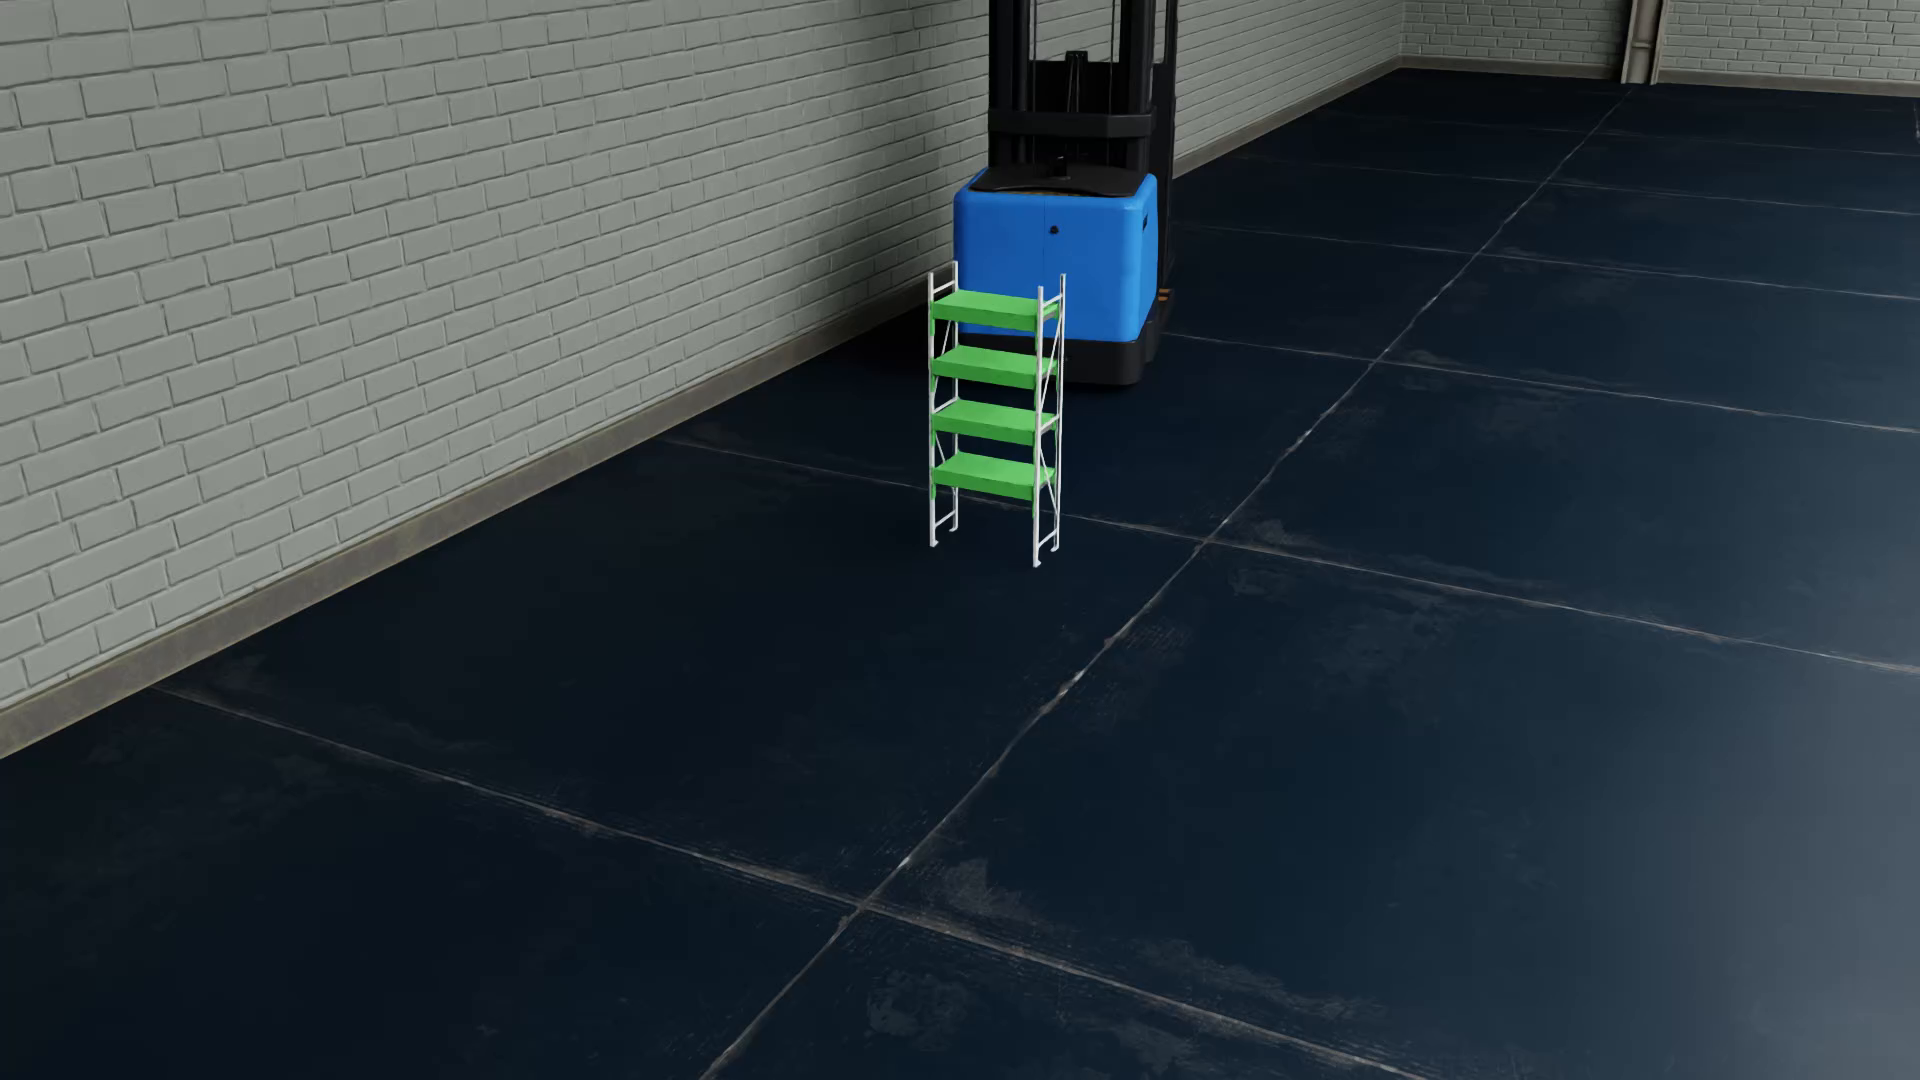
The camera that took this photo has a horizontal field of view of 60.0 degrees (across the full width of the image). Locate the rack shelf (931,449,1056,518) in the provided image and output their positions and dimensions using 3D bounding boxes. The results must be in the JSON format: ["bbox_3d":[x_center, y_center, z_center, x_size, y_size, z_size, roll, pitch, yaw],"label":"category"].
[{"bbox_3d":[0.148,-0.243,7.065,0.480,0.148,0.258,11,25,25],"label":"rack shelf"}]

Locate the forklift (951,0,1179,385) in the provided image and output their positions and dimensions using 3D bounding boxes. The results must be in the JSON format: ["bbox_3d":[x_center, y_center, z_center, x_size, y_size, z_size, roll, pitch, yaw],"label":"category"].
[{"bbox_3d":[0.761,-2.738,9.943,1.130,2.935,3.031,5,24,11],"label":"forklift"}]

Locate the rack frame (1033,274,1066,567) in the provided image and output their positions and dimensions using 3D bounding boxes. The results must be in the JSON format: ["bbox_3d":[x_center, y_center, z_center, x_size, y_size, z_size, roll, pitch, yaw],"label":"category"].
[{"bbox_3d":[0.365,-0.480,6.845,0.015,1.200,0.240,11,25,25],"label":"rack frame"}]

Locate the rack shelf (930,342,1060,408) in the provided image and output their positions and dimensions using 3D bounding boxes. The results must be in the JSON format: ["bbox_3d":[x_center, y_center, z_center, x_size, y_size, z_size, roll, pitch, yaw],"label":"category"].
[{"bbox_3d":[0.148,-0.685,6.878,0.480,0.148,0.258,11,25,25],"label":"rack shelf"}]

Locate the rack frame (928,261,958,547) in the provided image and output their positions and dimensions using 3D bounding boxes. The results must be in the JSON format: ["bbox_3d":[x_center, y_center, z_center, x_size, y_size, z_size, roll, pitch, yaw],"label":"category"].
[{"bbox_3d":[-0.070,-0.566,7.048,0.015,1.200,0.240,11,25,25],"label":"rack frame"}]

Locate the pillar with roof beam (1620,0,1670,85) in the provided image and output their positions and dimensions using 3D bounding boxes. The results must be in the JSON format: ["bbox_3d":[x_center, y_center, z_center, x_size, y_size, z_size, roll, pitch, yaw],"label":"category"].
[{"bbox_3d":[6.436,-8.286,15.235,0.400,9.000,9.100,11,25,25],"label":"pillar with roof beam"}]

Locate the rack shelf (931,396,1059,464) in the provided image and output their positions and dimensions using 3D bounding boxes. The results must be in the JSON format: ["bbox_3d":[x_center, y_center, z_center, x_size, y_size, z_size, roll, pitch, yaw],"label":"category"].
[{"bbox_3d":[0.148,-0.464,6.971,0.480,0.148,0.258,11,25,25],"label":"rack shelf"}]

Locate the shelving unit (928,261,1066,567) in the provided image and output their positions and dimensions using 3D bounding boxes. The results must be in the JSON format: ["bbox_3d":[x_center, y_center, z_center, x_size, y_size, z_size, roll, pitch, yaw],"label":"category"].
[{"bbox_3d":[0.148,-0.523,6.946,0.503,1.200,0.258,11,25,25],"label":"shelving unit"}]

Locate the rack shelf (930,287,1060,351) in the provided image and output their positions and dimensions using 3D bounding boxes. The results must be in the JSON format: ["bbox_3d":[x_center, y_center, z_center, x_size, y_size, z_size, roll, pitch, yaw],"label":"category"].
[{"bbox_3d":[0.148,-0.906,6.784,0.480,0.148,0.258,11,25,25],"label":"rack shelf"}]
